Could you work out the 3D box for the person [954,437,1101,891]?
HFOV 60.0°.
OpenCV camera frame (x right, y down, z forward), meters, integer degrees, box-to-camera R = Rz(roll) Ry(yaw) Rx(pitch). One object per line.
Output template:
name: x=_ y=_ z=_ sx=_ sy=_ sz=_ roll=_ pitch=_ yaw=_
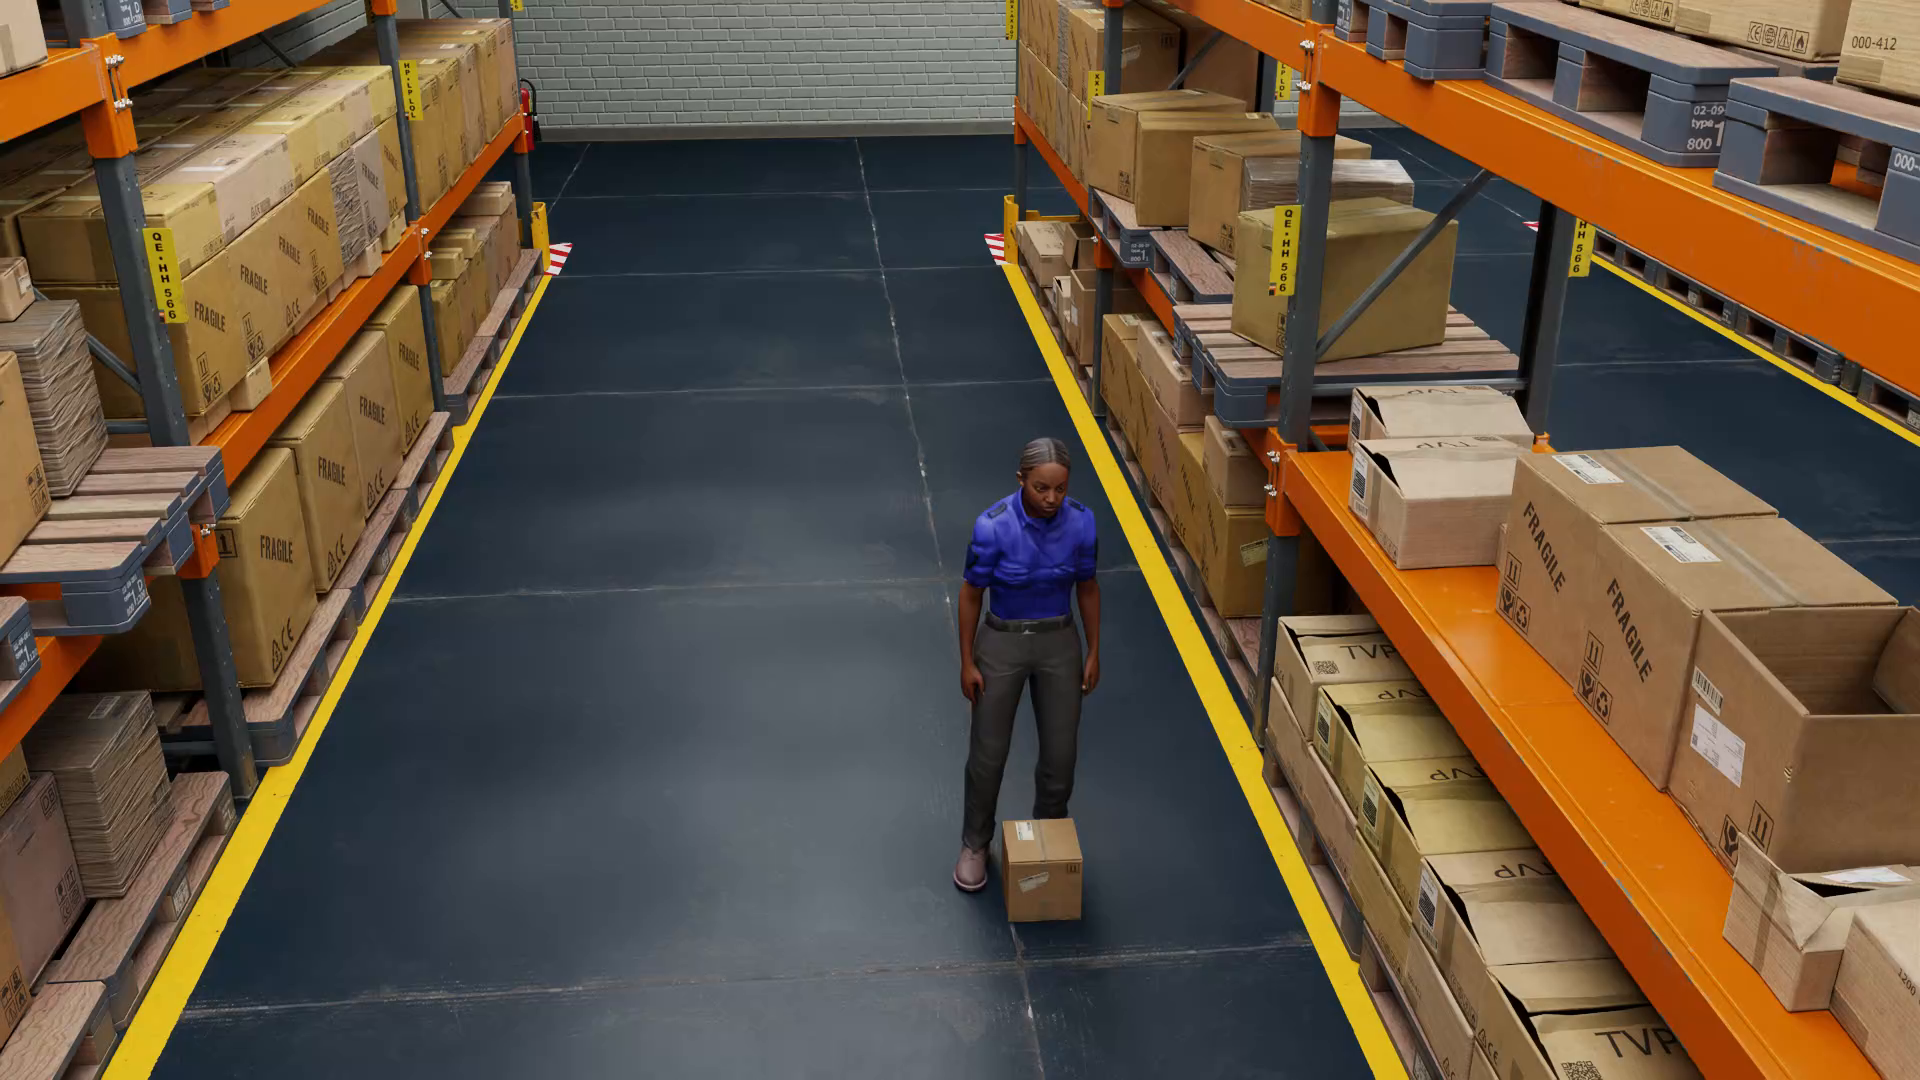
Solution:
person: x=0.226 y=0.408 z=5.687 sx=0.531 sy=1.653 sz=0.352 roll=-4 pitch=24 yaw=-9
